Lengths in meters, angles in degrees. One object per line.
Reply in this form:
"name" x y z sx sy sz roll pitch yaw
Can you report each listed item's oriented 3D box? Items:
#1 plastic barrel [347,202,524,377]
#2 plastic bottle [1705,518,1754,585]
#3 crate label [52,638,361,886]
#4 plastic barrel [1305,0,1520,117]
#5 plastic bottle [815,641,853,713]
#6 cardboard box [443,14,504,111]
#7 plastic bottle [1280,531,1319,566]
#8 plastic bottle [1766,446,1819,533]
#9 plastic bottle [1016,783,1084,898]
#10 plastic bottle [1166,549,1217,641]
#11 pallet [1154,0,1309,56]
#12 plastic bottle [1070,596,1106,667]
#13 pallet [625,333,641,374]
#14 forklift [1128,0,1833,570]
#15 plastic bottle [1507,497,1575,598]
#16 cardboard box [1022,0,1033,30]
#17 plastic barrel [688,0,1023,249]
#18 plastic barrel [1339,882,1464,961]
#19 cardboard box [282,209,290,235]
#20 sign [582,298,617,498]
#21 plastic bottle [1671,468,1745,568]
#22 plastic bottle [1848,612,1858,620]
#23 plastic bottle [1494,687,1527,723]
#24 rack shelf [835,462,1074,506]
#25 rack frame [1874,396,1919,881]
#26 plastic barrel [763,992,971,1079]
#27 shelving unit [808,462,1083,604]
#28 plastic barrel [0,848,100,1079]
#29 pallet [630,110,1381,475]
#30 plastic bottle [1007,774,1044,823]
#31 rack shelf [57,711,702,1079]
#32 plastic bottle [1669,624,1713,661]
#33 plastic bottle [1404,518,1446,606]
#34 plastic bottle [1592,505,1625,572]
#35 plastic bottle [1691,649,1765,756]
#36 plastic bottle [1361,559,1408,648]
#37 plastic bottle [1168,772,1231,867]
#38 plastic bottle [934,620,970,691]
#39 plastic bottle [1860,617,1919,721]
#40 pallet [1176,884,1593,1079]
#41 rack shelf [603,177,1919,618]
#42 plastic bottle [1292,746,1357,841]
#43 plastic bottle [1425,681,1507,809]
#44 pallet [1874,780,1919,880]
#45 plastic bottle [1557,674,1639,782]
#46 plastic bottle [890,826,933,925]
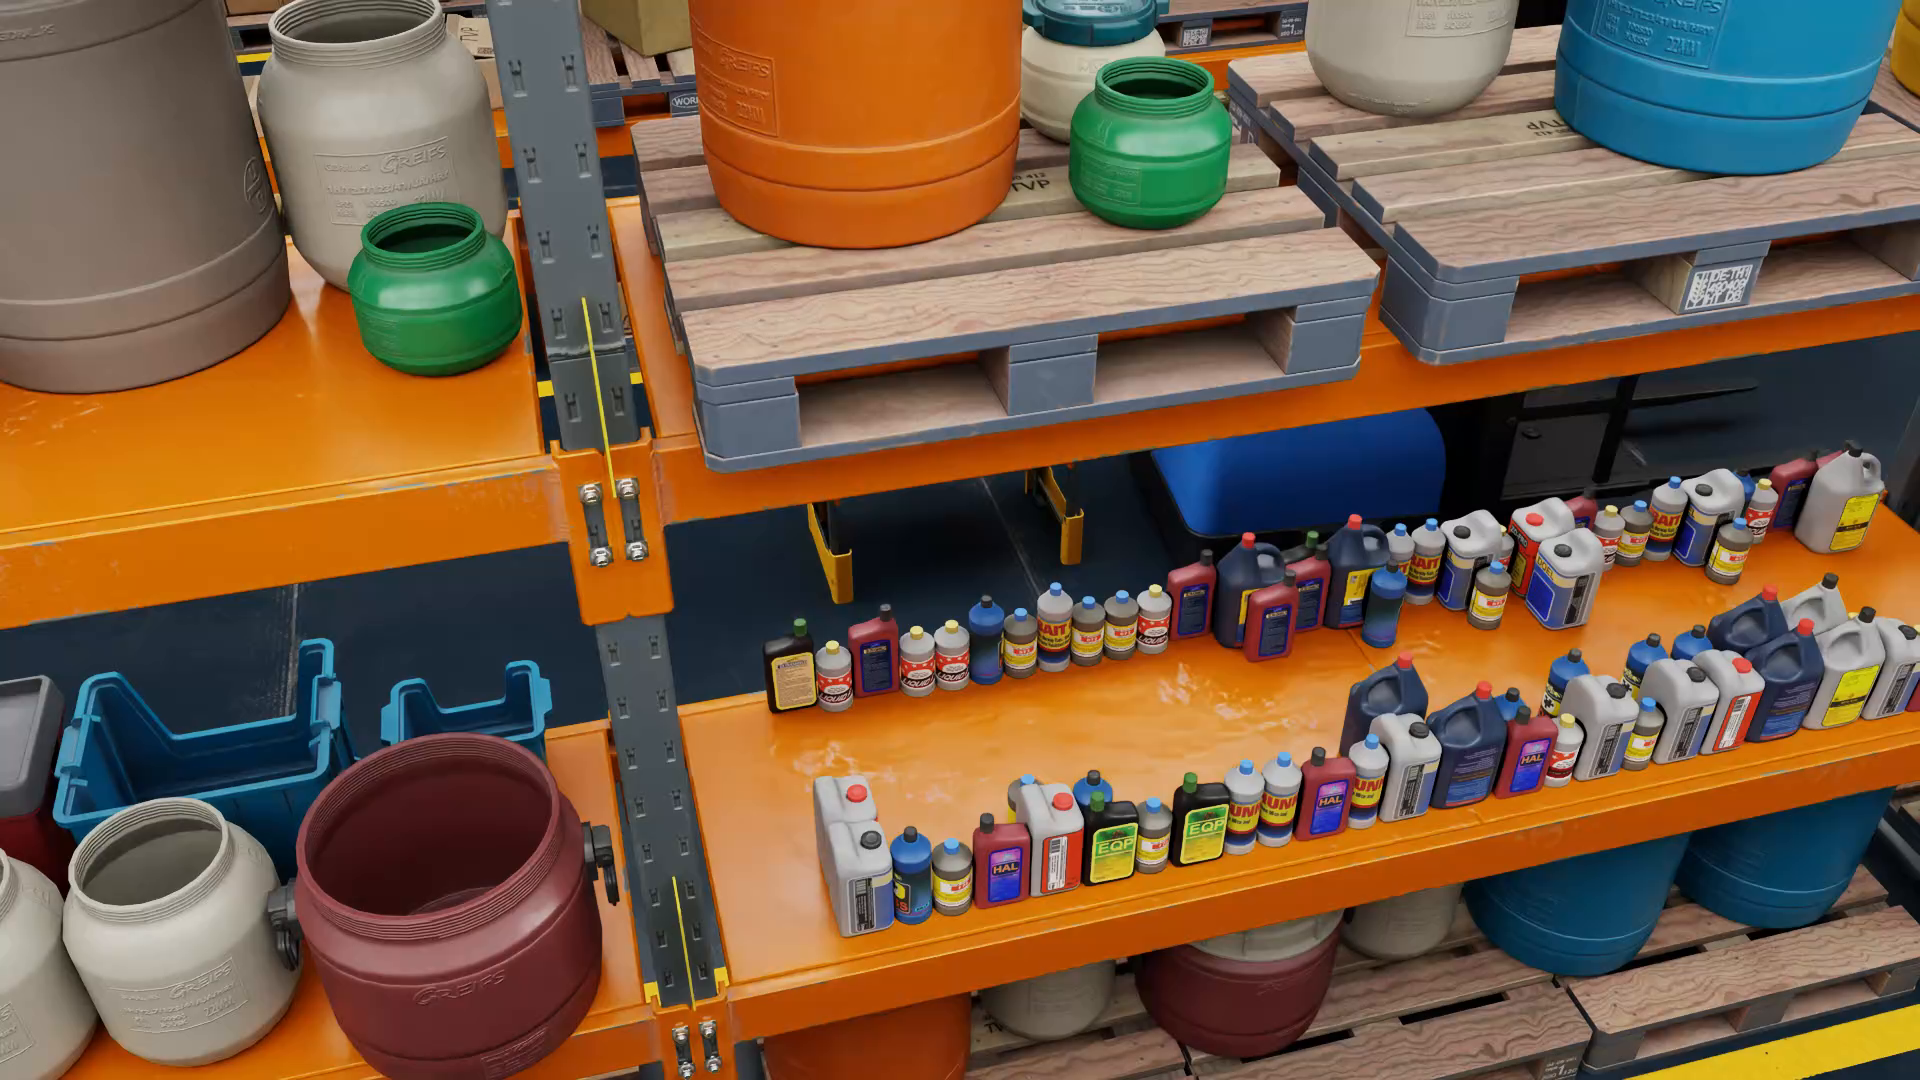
"plastic barrel" -0.959 -0.459 3.040 0.294 0.245 0.294 0 37 0
"plastic bottle" 2.278 0.025 4.912 0.097 0.201 0.097 0 37 0
"crate label" -1.764 0.586 3.986 0.616 0.435 0.502 -9 38 -12
"plastic barrel" 0.938 -1.180 3.397 0.433 0.535 0.433 0 37 0
"plastic bottle" -0.339 0.359 4.476 0.097 0.201 0.097 0 37 0
"cardboard box" -2.385 -2.237 7.779 0.500 0.311 0.500 -7 38 -9
"plastic bottle" 0.956 0.102 4.744 0.133 0.283 0.061 -9 38 -12
"plastic bottle" 2.533 -0.157 5.082 0.133 0.283 0.061 -9 38 -12
"plastic bottle" 0.214 0.699 3.970 0.135 0.276 0.152 -9 38 -12
"plastic bottle" 0.648 0.153 4.678 0.133 0.283 0.061 -9 38 -12
"pallet" 1.039 -2.799 8.599 1.213 0.211 1.003 -9 38 -12
"plastic bottle" 0.354 0.245 4.625 0.097 0.201 0.097 0 37 0
"pallet" -1.292 -1.293 8.767 1.213 0.211 1.003 -9 38 -12
"forklift" 2.336 -1.390 6.654 3.031 2.935 1.130 -6 38 -8
"plastic bottle" 1.687 0.014 4.865 0.135 0.276 0.152 -9 38 -12
"cardboard box" 0.150 -2.829 8.051 0.500 0.500 0.700 -19 41 -23
"plastic barrel" -0.186 -1.015 2.941 0.708 0.830 0.600 -9 38 -12
"plastic barrel" 1.346 1.015 5.157 0.421 0.512 0.421 0 37 0
"cardboard box" -3.109 -1.603 8.333 0.500 0.311 0.500 -10 39 -13
"sign" -0.584 -0.227 2.695 0.005 0.325 0.100 -9 38 -12
"plastic bottle" 2.228 -0.075 4.981 0.135 0.276 0.152 -9 38 -12
"plastic bottle" 2.428 0.287 4.570 0.097 0.201 0.097 0 37 0
"plastic bottle" 1.388 0.487 4.251 0.097 0.271 0.097 0 37 0
"rack shelf" -0.082 -0.439 6.886 1.000 0.185 0.538 -9 38 -12
"rack frame" 3.127 -0.032 4.823 0.127 3.000 1.000 -9 38 -12
"plastic barrel" -0.267 1.209 4.641 0.708 0.830 0.600 -9 38 -12
"shelving unit" -0.074 -0.584 6.779 1.083 1.500 0.587 -9 38 -12
"plastic barrel" -2.079 0.912 3.497 0.421 0.512 0.421 0 37 0
"pallet" 0.030 -0.579 3.224 1.213 0.211 1.003 -9 38 -12
"plastic bottle" 0.164 0.658 4.084 0.097 0.201 0.097 0 37 0
"rack shelf" -2.665 1.204 3.799 4.000 0.370 1.077 -9 38 -12
"plastic bottle" 1.941 0.339 4.444 0.097 0.271 0.097 0 37 0
"plastic bottle" 1.344 0.055 4.816 0.097 0.271 0.097 0 37 0
"plastic bottle" 1.921 -0.012 4.961 0.097 0.201 0.097 0 37 0
"plastic bottle" 1.991 0.407 4.351 0.135 0.276 0.152 -9 38 -12
"plastic bottle" 1.194 0.170 4.665 0.097 0.271 0.097 0 37 0
"plastic bottle" 0.578 0.665 4.008 0.133 0.283 0.061 -9 38 -12
"plastic bottle" -0.022 0.307 4.544 0.097 0.201 0.097 0 37 0
"plastic bottle" 2.478 0.327 4.456 0.135 0.276 0.152 -9 38 -12
"pallet" 1.191 1.369 5.287 1.213 0.211 1.003 -9 38 -12
"rack shelf" 1.196 -0.621 3.716 4.000 0.370 1.077 -9 38 -12
"plastic bottle" 0.895 0.613 4.076 0.133 0.283 0.061 -9 38 -12
"plastic bottle" 1.262 0.500 4.169 0.185 0.351 0.144 -9 38 -12
"pallet" 3.827 0.936 5.852 1.213 0.211 1.003 -9 38 -12
"plastic bottle" 1.638 0.465 4.275 0.135 0.276 0.152 -9 38 -12
"plastic bottle" -0.113 0.771 3.879 0.097 0.271 0.097 0 37 0
